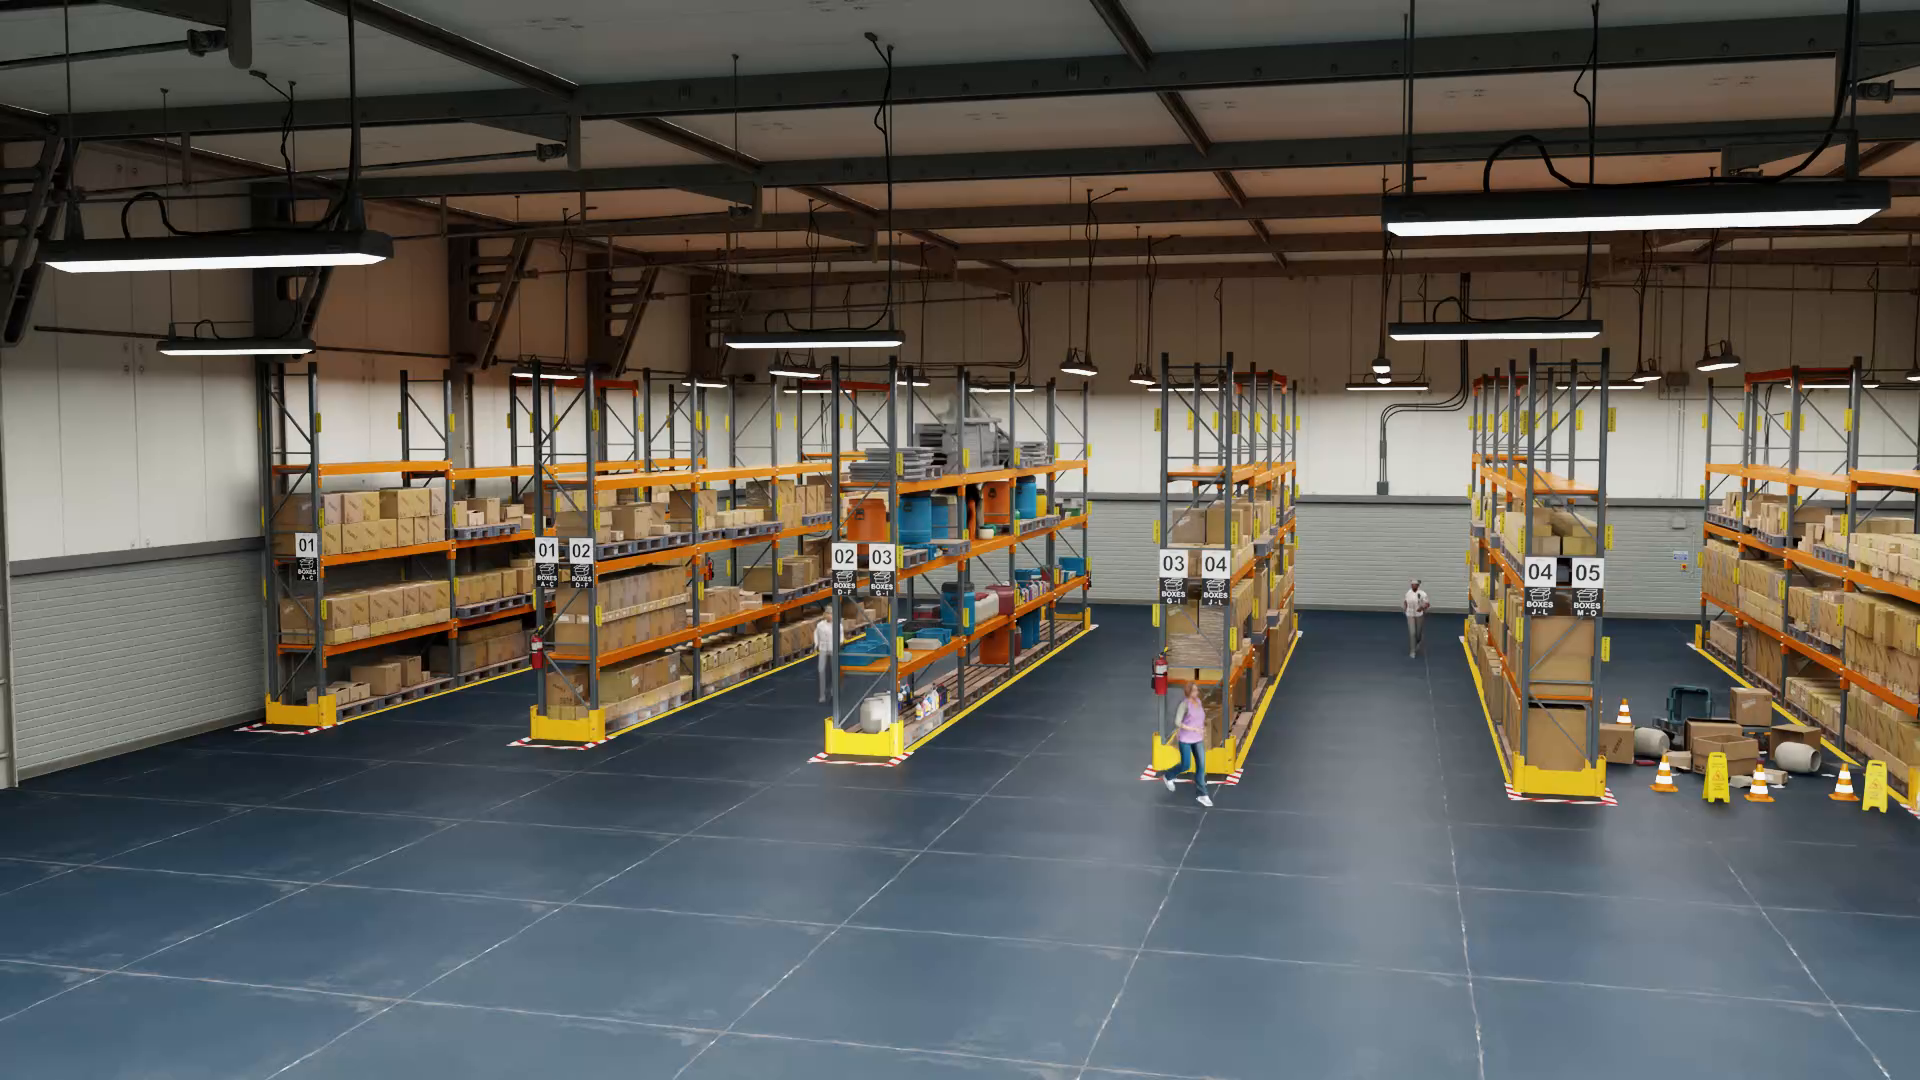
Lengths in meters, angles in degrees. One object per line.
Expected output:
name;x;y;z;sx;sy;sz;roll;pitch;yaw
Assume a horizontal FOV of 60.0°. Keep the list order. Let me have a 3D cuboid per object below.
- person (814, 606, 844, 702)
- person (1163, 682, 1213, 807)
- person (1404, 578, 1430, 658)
person;-2.373;2.052;30.028;0.576;1.743;0.710;0;4;2
person;3.024;2.660;21.930;0.560;1.606;0.858;-3;5;-36
person;9.808;1.654;35.752;0.573;1.705;0.809;2;4;24
